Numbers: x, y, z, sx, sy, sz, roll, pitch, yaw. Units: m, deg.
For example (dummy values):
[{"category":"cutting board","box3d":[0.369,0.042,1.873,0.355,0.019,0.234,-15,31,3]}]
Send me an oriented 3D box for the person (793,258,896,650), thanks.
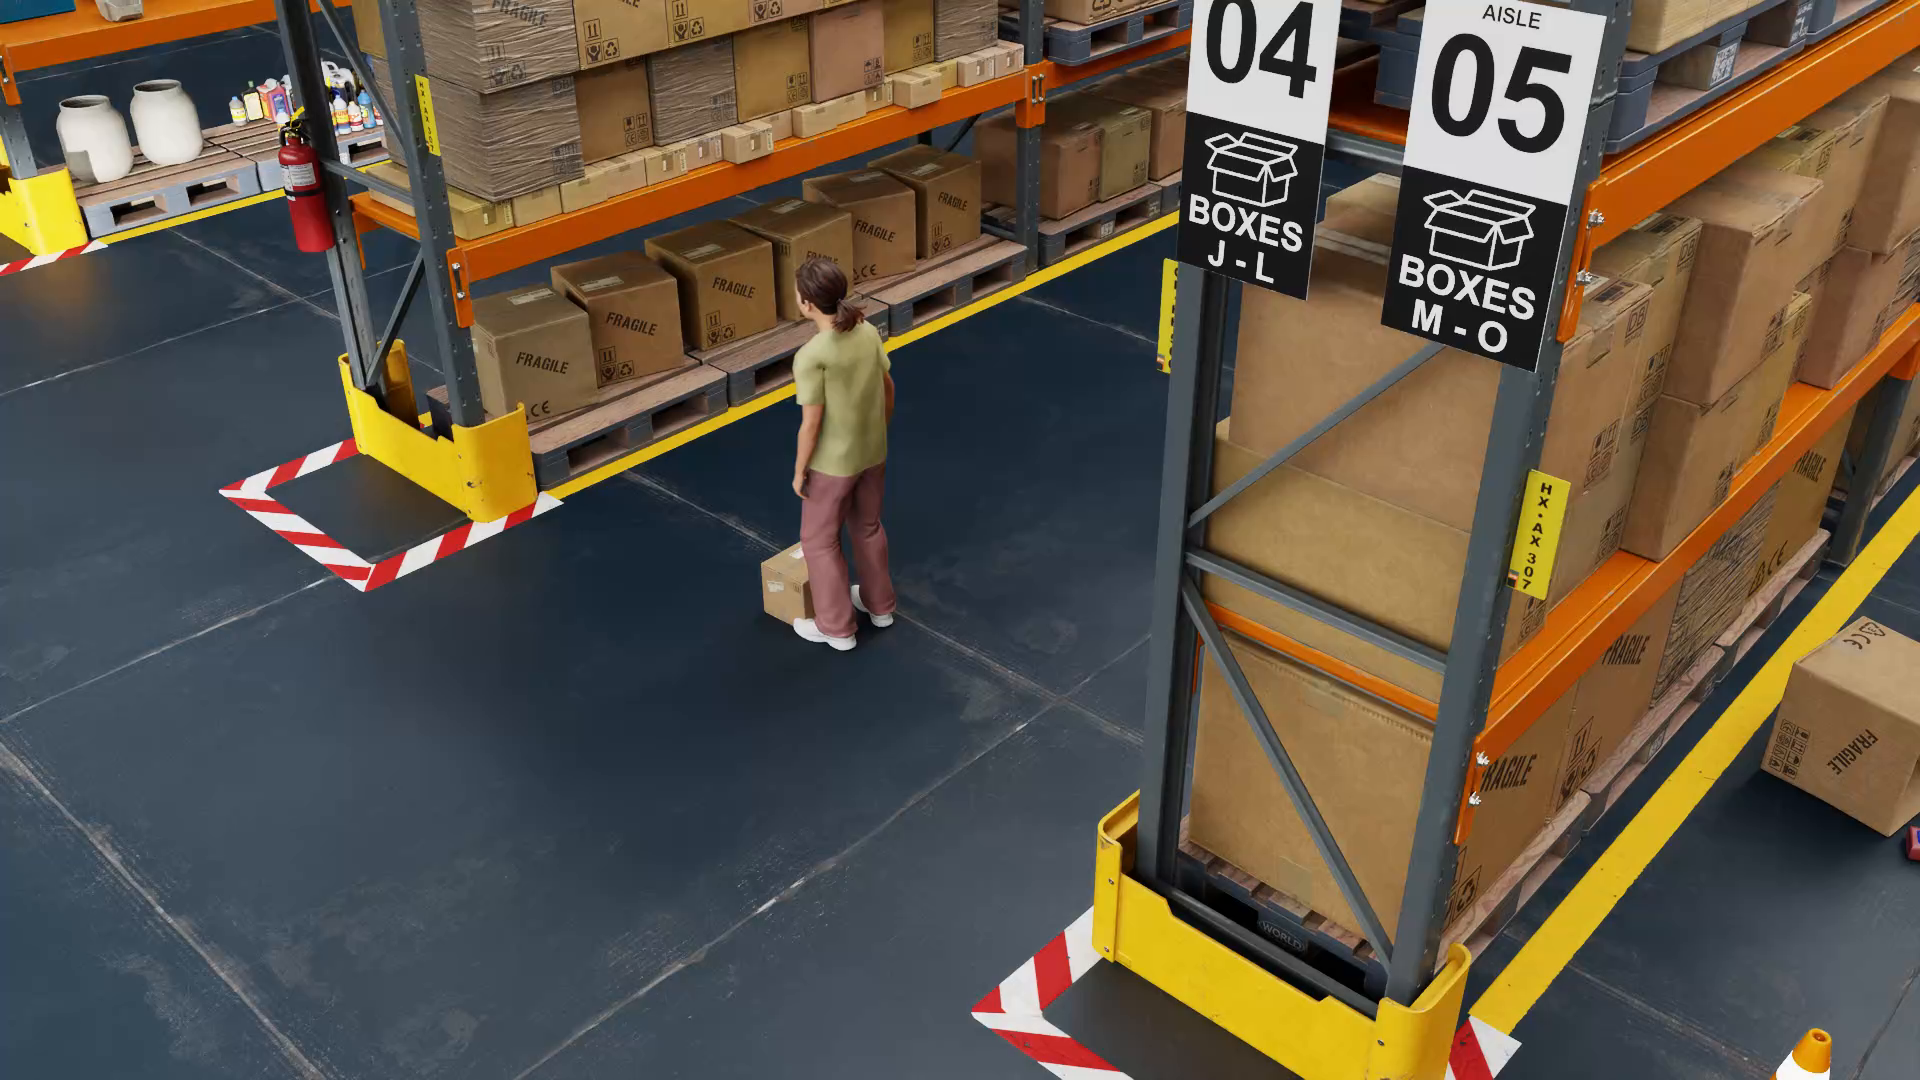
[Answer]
[{"category":"person","box3d":[-0.482,-0.329,6.673,0.359,1.673,0.499,26,40,35]}]
